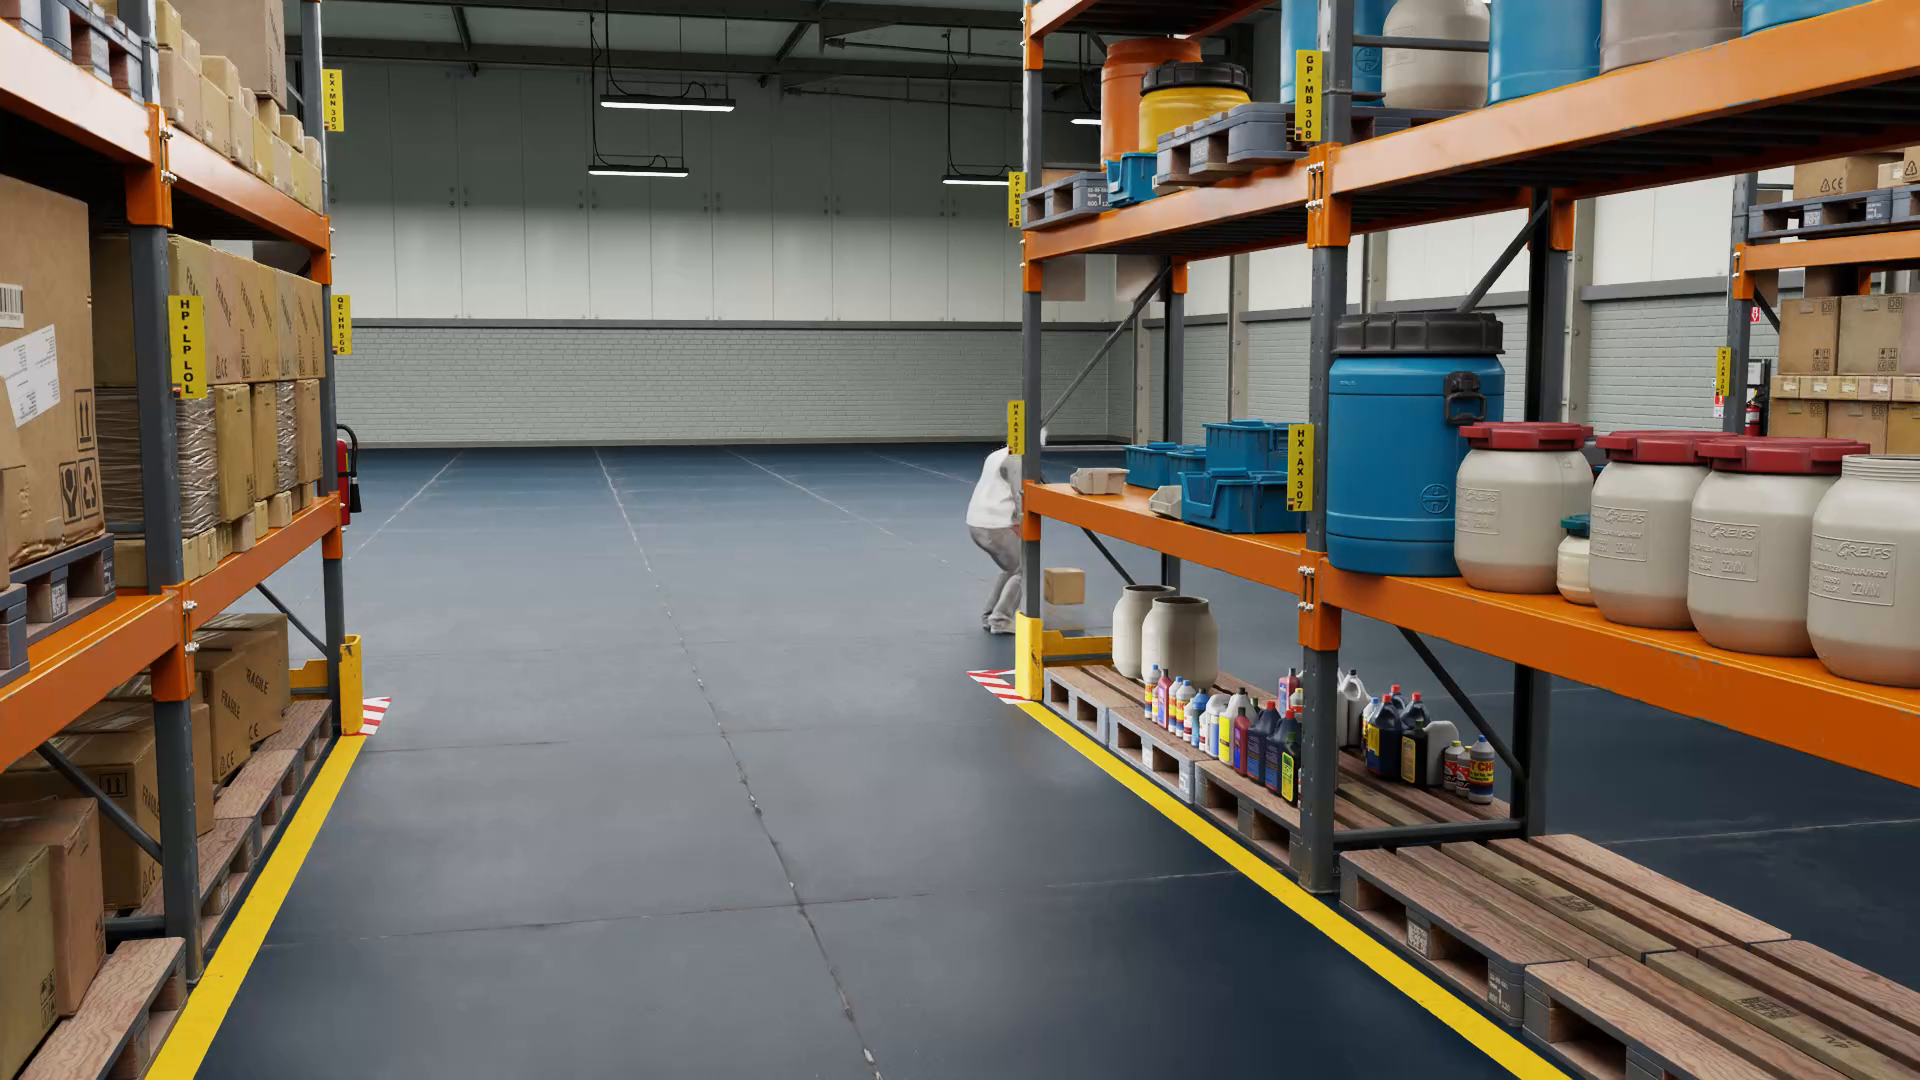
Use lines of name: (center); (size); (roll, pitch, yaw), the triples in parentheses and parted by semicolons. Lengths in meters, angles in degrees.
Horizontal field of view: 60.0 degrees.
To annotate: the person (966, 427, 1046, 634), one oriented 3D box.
person: (0.364, -0.108, 12.666); (0.627, 1.607, 0.583); (-1, 6, -13)
